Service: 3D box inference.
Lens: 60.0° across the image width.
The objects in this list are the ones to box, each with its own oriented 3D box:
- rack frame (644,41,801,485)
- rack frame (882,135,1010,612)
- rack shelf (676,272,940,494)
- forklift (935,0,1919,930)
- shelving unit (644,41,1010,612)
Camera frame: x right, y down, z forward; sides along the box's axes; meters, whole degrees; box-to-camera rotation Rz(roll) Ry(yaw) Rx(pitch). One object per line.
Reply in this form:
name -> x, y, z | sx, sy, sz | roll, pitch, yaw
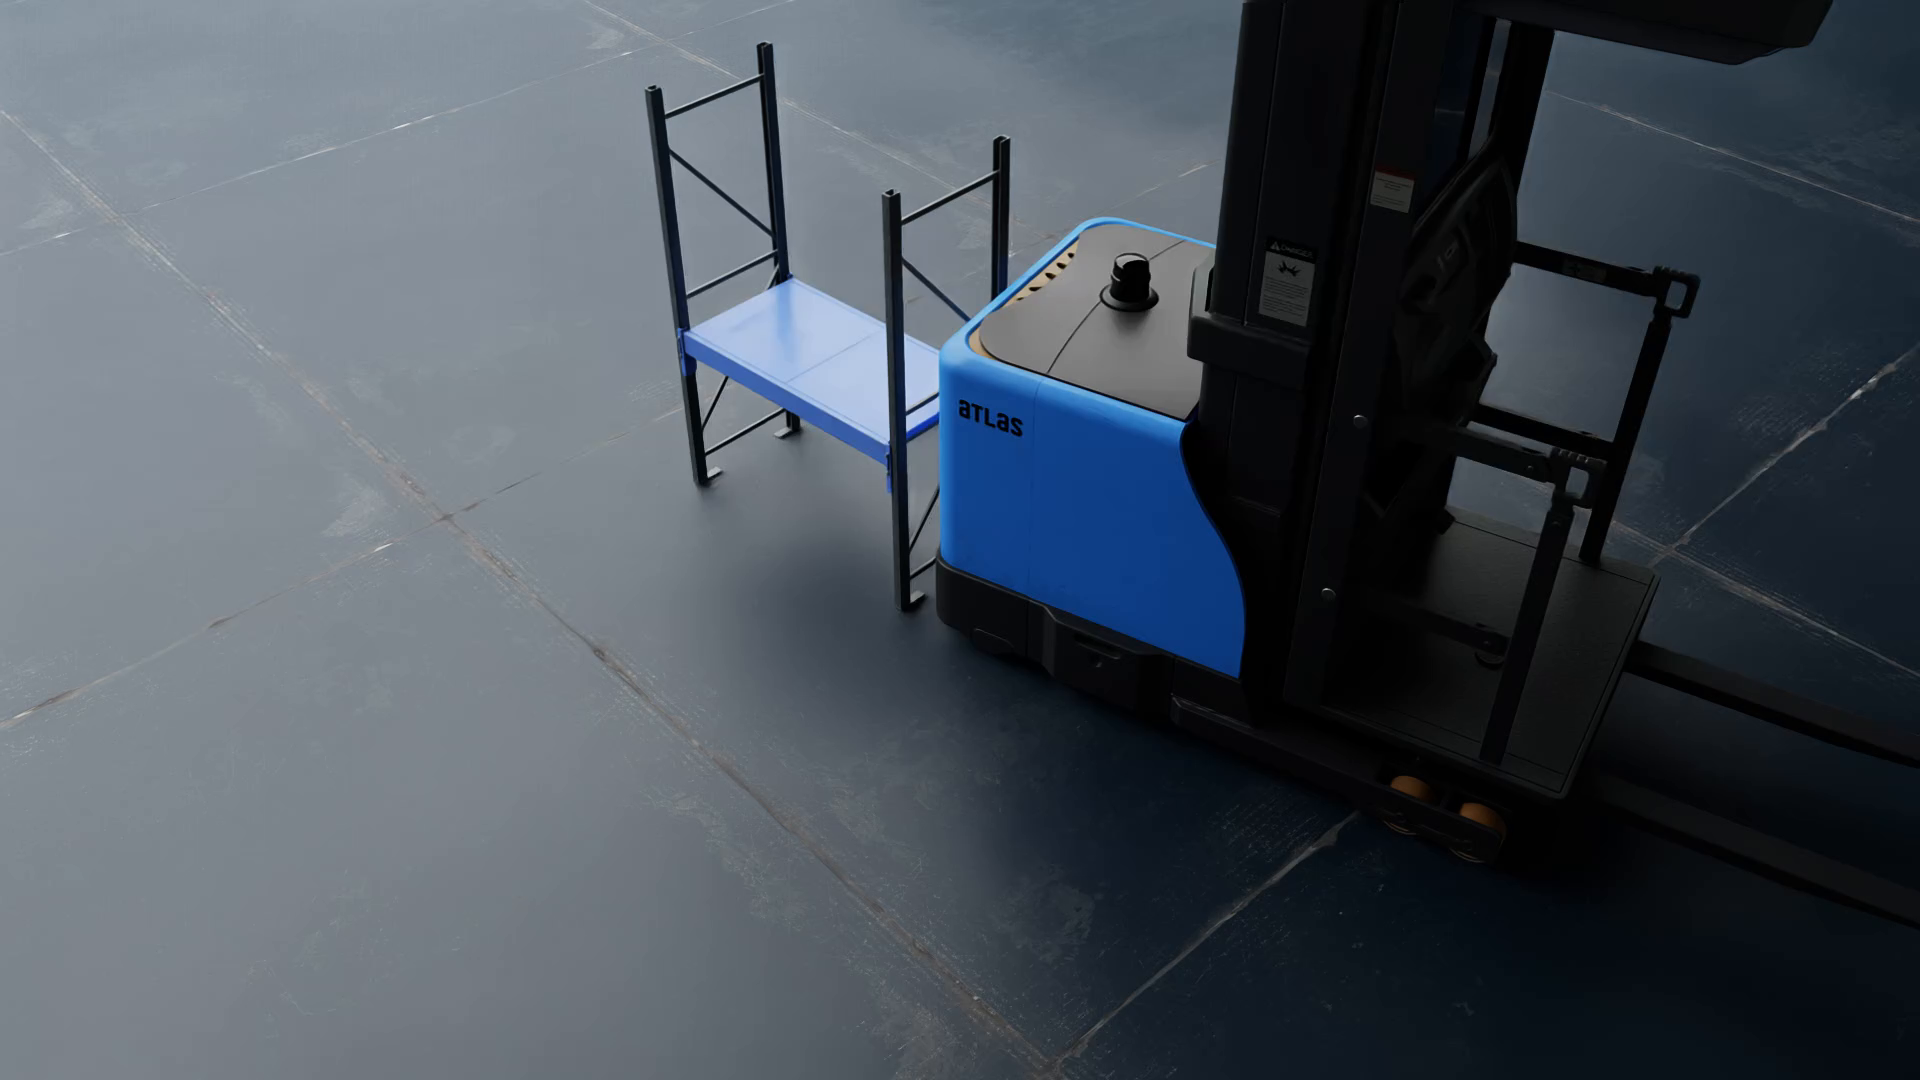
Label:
rack frame -> -0.782, -0.902, 5.673 | 0.032, 1.500, 0.500 | 30, 48, 32
rack frame -> -0.034, -0.470, 5.138 | 0.032, 1.500, 0.500 | 30, 48, 32
rack shelf -> -0.408, -0.546, 5.518 | 1.000, 0.185, 0.538 | 30, 48, 32
forklift -> 1.450, -0.627, 4.194 | 3.031, 2.935, 1.130 | 21, 43, 24
shelving unit -> -0.408, -0.686, 5.405 | 1.048, 1.500, 0.538 | 30, 48, 32
